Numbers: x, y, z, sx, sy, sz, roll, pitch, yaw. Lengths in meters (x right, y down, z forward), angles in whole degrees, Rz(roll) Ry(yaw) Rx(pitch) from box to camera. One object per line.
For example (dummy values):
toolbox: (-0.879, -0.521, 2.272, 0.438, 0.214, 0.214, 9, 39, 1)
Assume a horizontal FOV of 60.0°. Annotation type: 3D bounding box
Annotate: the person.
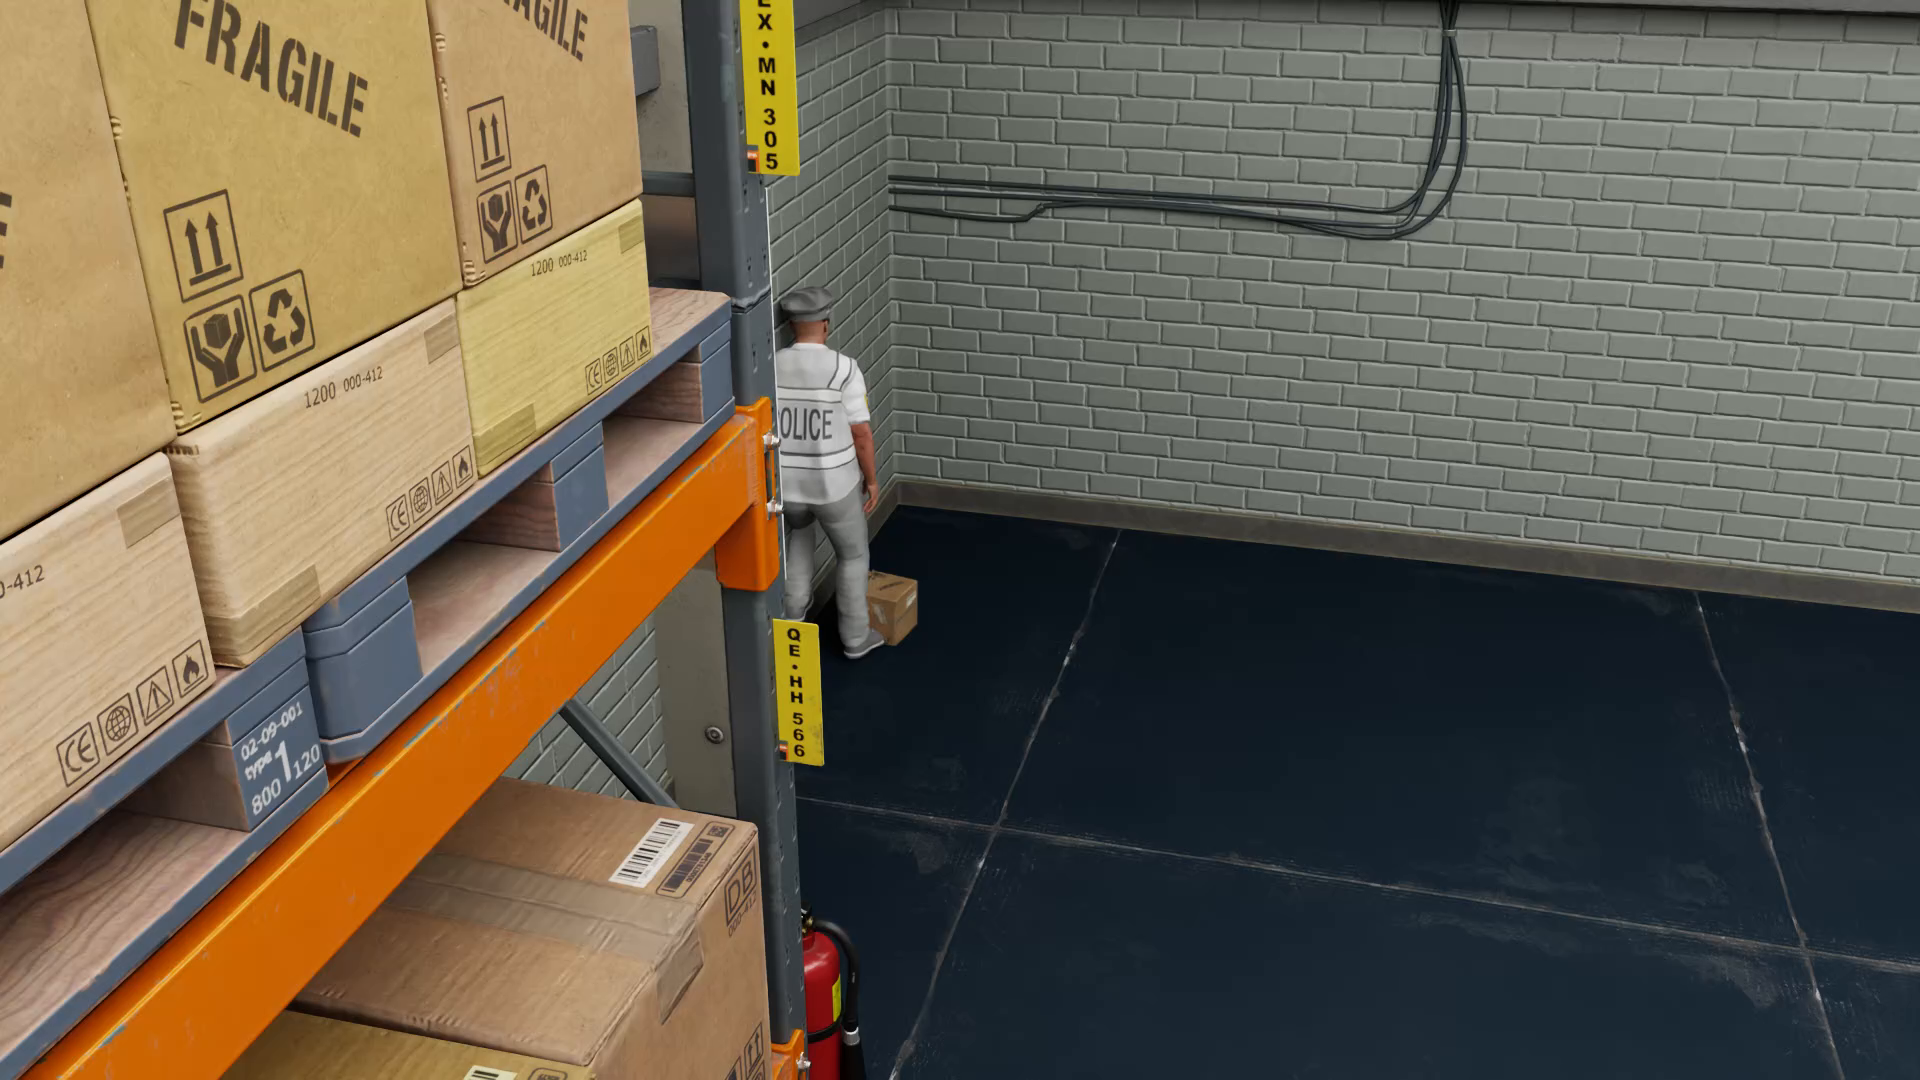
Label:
person: (-0.657, -0.289, 7.716, 0.589, 1.746, 0.524, 5, 26, 11)
